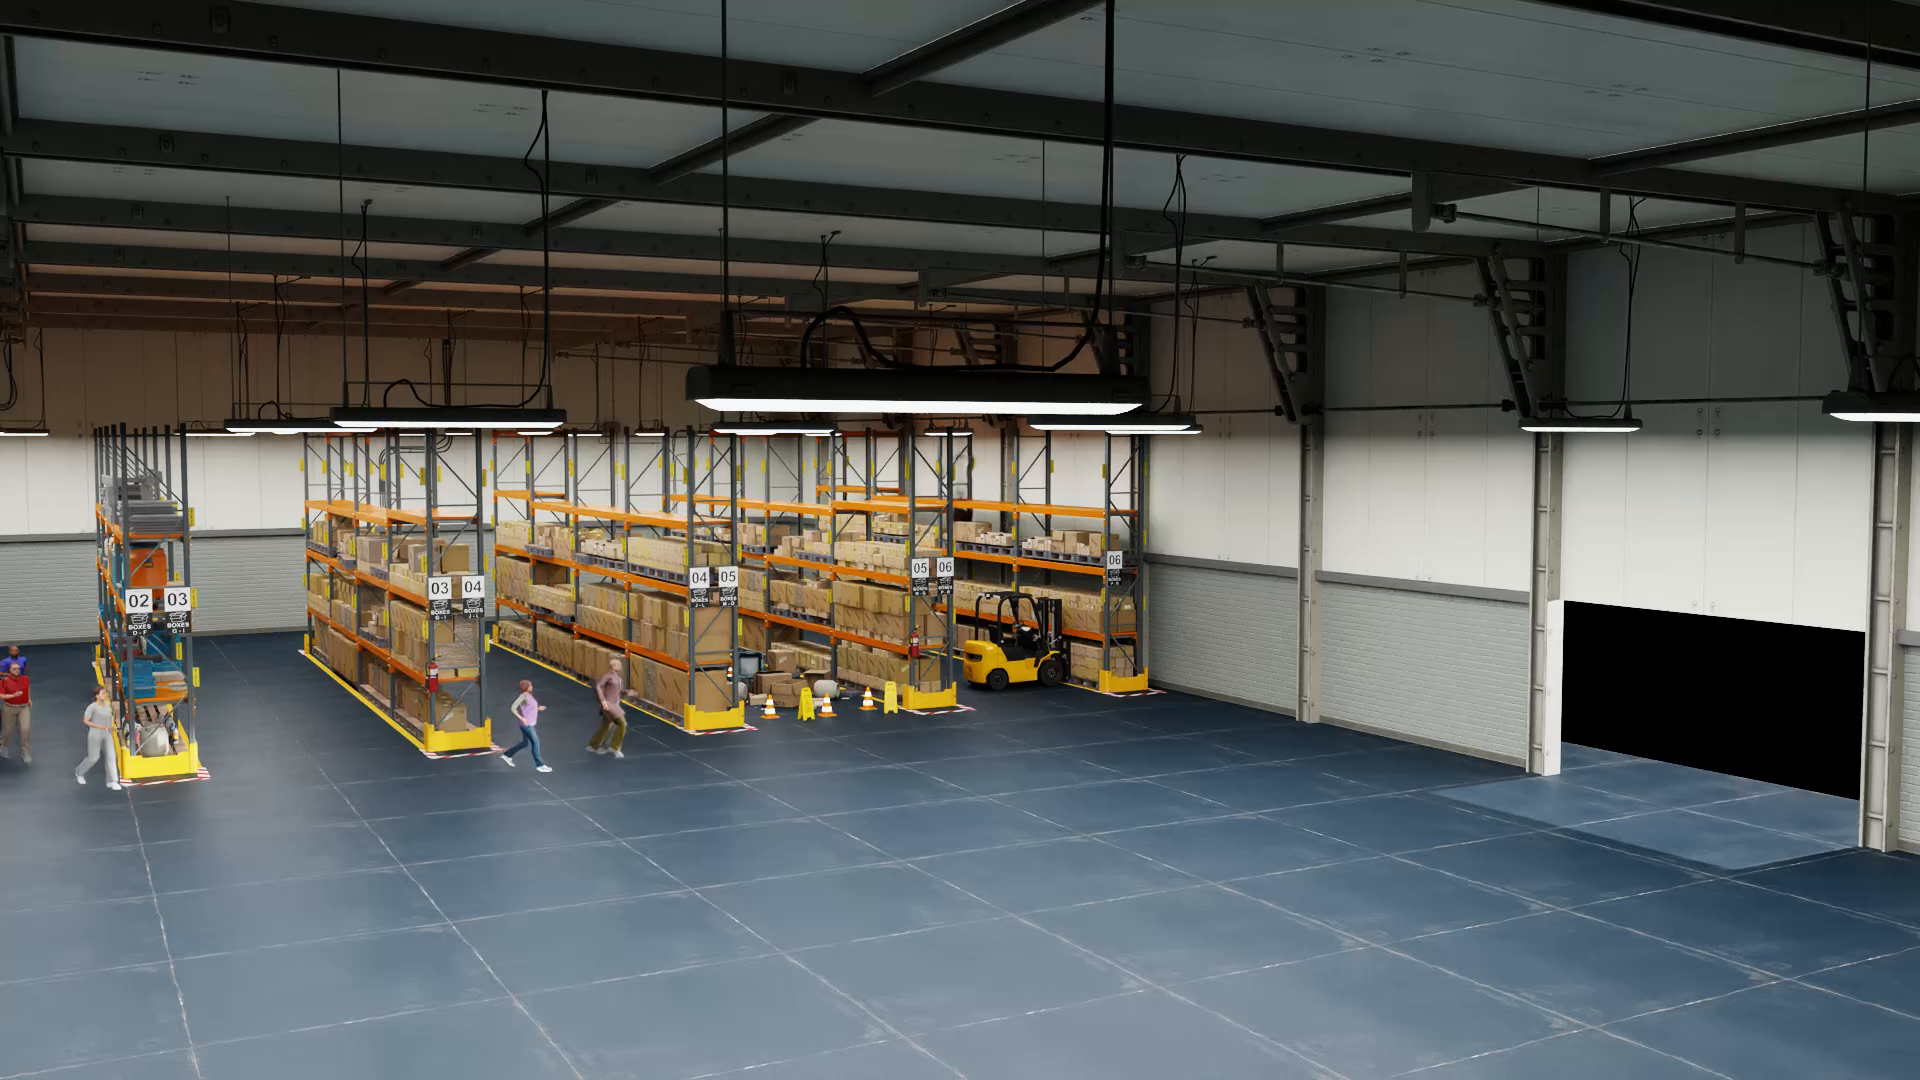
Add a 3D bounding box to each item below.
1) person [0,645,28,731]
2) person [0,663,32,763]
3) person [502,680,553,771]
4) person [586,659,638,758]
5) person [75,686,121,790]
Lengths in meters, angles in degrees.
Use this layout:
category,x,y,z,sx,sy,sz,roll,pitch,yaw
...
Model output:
category,x,y,z,sx,sy,sz,roll,pitch,yaw
person,-18.614,2.926,32.738,0.566,1.585,0.929,-3,5,-41
person,-16.796,3.049,29.545,0.959,1.744,0.650,3,5,40
person,-7.439,3.179,28.535,0.878,1.581,0.540,0,3,-1
person,-6.284,3.051,29.939,0.936,1.830,0.636,0,3,-1
person,-14.075,3.224,27.239,0.961,1.668,0.602,1,4,23
